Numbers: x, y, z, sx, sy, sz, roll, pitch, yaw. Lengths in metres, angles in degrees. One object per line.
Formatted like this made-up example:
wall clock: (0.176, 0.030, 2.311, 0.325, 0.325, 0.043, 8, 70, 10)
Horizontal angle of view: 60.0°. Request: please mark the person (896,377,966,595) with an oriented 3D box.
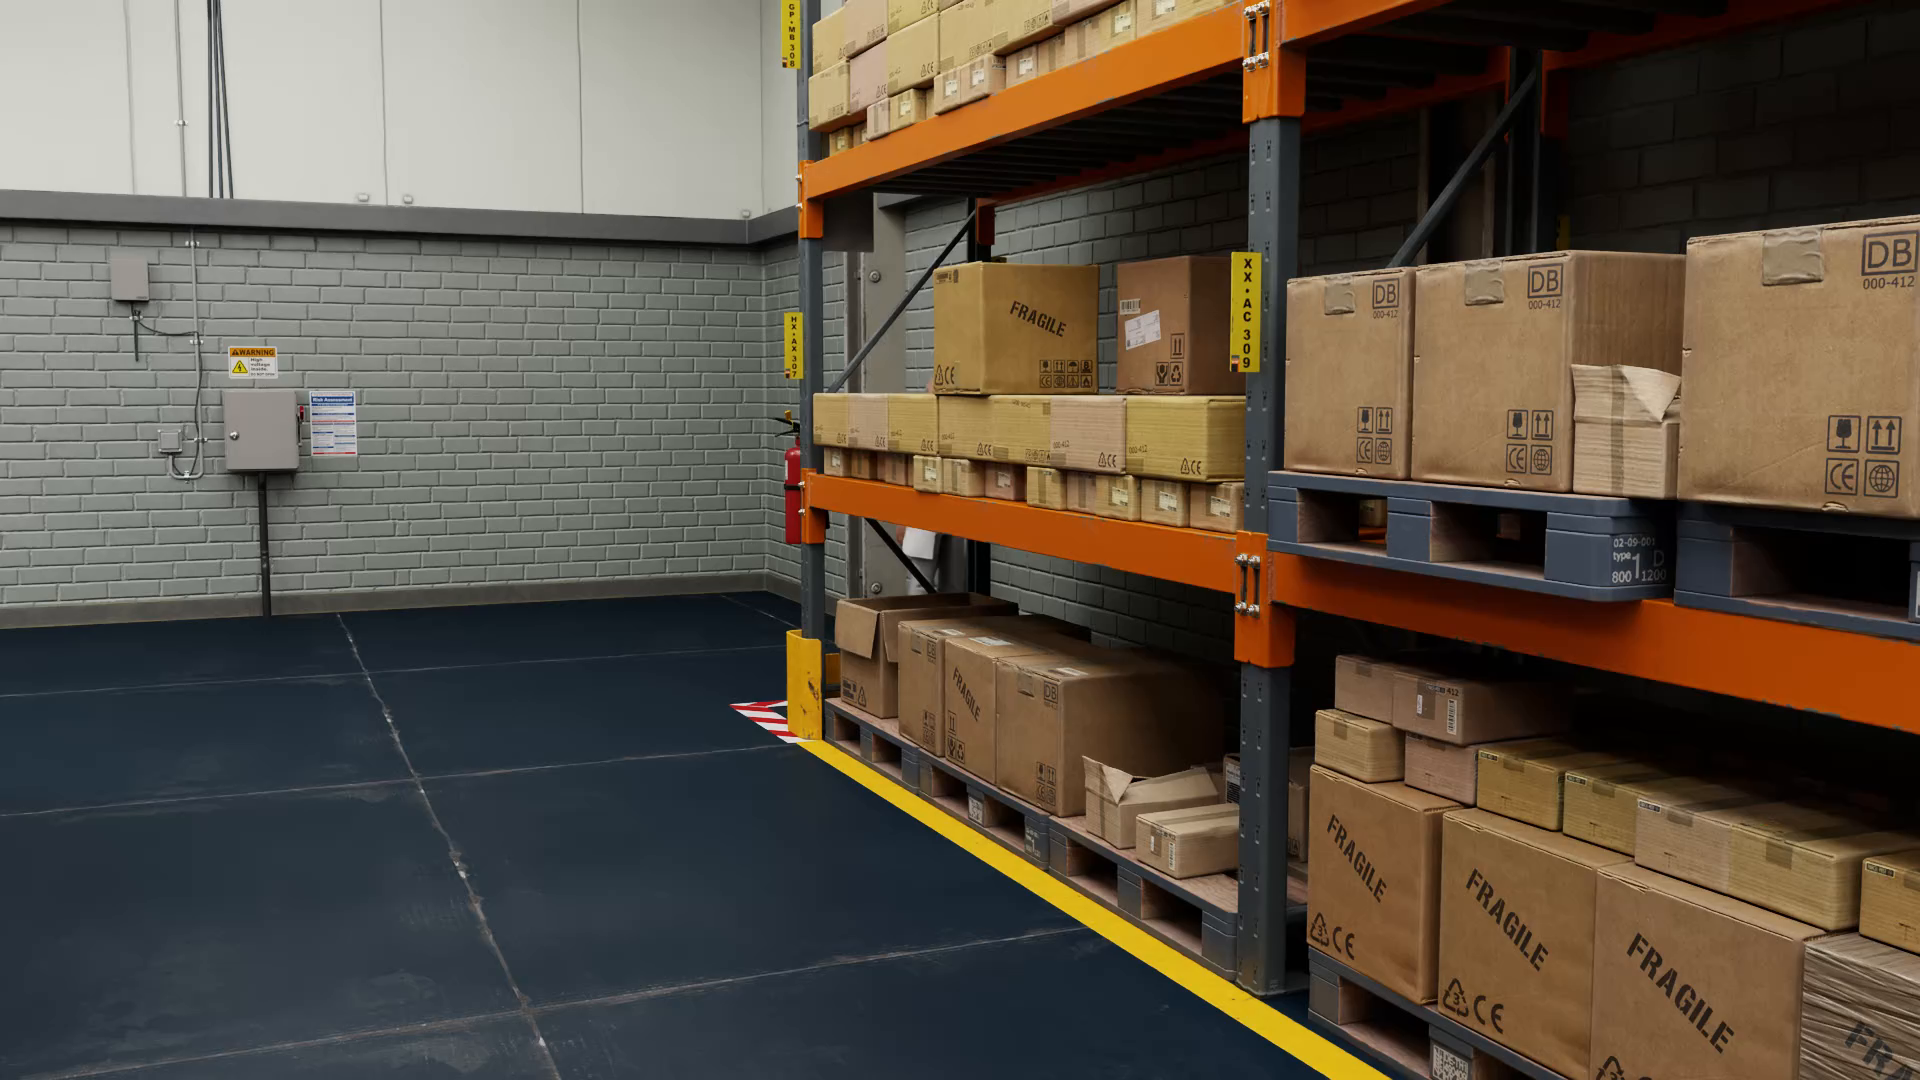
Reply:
person: (-0.099, -0.115, 10.200, 0.625, 1.786, 0.433, -2, 6, -24)
